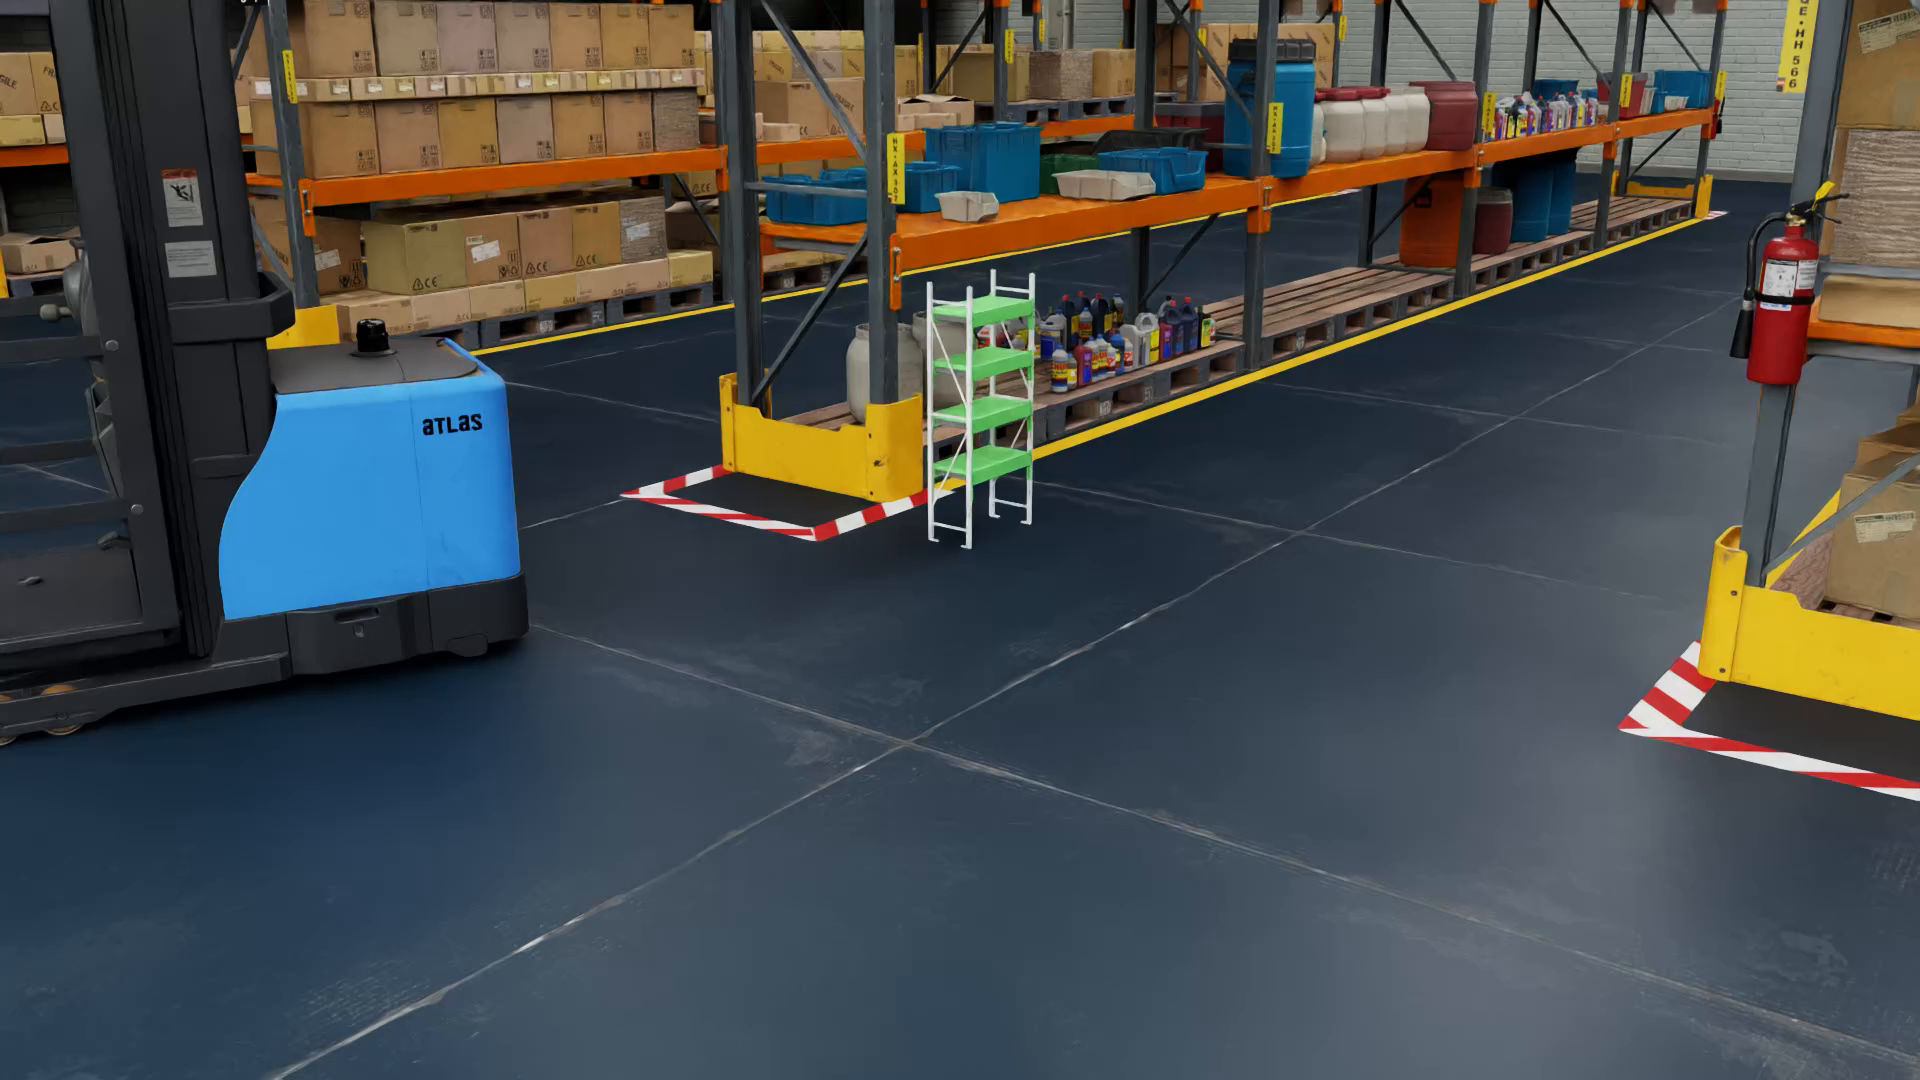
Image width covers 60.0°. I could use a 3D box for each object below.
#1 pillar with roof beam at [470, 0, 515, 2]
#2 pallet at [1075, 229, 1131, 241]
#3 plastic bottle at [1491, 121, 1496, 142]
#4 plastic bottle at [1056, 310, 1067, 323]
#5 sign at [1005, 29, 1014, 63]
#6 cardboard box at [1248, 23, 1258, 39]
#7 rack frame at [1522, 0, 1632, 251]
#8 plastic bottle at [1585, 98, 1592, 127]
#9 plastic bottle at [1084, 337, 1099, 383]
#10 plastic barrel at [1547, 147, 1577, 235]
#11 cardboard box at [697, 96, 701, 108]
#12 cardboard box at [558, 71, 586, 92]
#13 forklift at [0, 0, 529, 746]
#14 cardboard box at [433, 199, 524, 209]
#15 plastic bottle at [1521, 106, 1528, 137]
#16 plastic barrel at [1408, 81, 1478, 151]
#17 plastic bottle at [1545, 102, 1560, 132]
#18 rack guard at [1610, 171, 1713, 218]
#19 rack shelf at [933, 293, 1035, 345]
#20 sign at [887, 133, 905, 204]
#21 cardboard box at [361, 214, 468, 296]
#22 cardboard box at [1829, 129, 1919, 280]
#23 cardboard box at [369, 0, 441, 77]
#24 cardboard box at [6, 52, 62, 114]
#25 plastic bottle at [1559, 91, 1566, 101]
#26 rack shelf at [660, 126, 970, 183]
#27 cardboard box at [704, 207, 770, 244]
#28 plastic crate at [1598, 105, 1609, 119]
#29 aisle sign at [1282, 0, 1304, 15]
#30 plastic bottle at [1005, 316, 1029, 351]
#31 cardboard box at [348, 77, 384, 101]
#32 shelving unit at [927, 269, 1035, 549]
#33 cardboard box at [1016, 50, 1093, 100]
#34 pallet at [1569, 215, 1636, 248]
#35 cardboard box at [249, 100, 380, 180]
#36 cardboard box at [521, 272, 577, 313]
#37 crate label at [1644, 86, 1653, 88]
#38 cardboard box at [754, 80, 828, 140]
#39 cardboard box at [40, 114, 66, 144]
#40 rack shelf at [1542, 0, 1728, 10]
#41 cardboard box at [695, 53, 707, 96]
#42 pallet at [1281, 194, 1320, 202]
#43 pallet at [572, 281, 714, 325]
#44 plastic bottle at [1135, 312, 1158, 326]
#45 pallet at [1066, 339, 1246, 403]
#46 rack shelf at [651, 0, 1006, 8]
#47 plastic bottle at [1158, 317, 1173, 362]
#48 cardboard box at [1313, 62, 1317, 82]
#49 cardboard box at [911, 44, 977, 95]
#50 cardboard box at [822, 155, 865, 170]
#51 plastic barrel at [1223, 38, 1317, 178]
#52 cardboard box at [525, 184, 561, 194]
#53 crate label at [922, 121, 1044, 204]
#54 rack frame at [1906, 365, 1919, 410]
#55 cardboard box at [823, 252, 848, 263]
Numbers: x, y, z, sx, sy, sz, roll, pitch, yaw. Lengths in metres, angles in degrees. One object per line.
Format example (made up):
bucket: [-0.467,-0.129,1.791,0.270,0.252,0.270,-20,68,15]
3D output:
pillar with roof beam: [-1.944,-7.333,16.186,9.100,9.000,0.400,12,21,35]
pallet: [1.251,-3.640,19.110,1.003,0.211,1.213,12,21,35]
plastic bottle: [4.690,-3.632,14.718,0.097,0.201,0.097,0,17,0]
plastic bottle: [0.656,-1.384,11.002,0.097,0.271,0.097,0,17,0]
sign: [0.496,-4.967,16.729,0.100,0.325,0.005,12,21,35]
cardboard box: [3.552,-6.297,21.110,0.500,0.500,0.500,12,21,33]
rack frame: [6.407,-4.588,17.460,1.000,3.000,0.127,12,21,35]
plastic bottle: [6.331,-4.318,16.788,0.061,0.283,0.133,12,21,35]
plastic bottle: [0.792,-1.095,10.072,0.097,0.271,0.097,0,17,0]
plastic barrel: [6.069,-3.660,17.302,0.600,0.901,0.708,12,21,35]
cardboard box: [-3.393,-5.372,20.373,0.380,0.149,0.250,13,21,35]
cardboard box: [-3.083,-3.512,12.731,0.380,0.149,0.250,13,22,36]
forklift: [-3.198,-0.892,5.674,3.031,2.935,1.130,-9,19,-27]
cardboard box: [-3.755,-2.392,13.051,0.500,0.500,0.500,12,21,35]
plastic bottle: [5.183,-3.863,15.342,0.097,0.271,0.097,0,17,0]
plastic barrel: [3.991,-3.536,13.844,0.600,0.536,0.708,12,21,35]
plastic bottle: [5.696,-4.083,16.044,0.152,0.276,0.135,12,21,35]
rack guard: [8.795,-4.355,20.925,1.175,0.500,0.348,12,21,35]
rack shelf: [0.099,-1.010,7.569,0.258,0.148,0.480,12,21,35]
sign: [-0.303,-1.764,7.899,0.100,0.325,0.005,12,21,35]
cardboard box: [-3.924,-2.059,11.982,0.500,0.500,0.500,12,21,35]
cardboard box: [3.585,-1.171,5.785,0.875,0.500,0.500,12,21,35]
cardboard box: [-4.090,-3.521,11.669,0.700,0.500,0.500,12,21,33]
cardboard box: [-7.871,-3.953,14.371,0.500,0.500,0.500,12,21,35]
plastic bottle: [6.007,-4.313,16.658,0.144,0.351,0.185,12,21,35]
rack shelf: [-1.144,-3.692,15.787,1.077,0.370,4.000,12,21,35]
cardboard box: [-1.889,-2.768,14.583,0.500,0.311,0.500,13,21,35]
plastic crate: [6.799,-4.576,17.766,0.396,0.136,0.243,12,21,35]
aisle sign: [4.620,-7.727,23.184,0.394,0.787,0.004,12,21,35]
plastic bottle: [0.350,-1.318,10.656,0.144,0.351,0.185,13,22,37]
cardboard box: [-4.157,-3.082,11.349,0.380,0.149,0.250,12,21,33]
shelving unit: [0.099,-0.612,7.693,0.258,1.200,0.503,12,21,35]
cardboard box: [1.031,-5.114,18.277,0.500,0.500,0.700,-15,23,-40]
pallet: [6.814,-3.438,18.460,1.003,0.211,1.213,12,21,35]
cardboard box: [-4.430,-2.763,11.414,0.700,0.500,0.500,12,21,35]
cardboard box: [-3.325,-1.939,12.858,0.500,0.250,0.500,12,21,35]
crate label: [8.379,-5.489,20.542,0.416,0.233,0.303,12,21,35]
cardboard box: [-1.551,-3.912,15.115,0.500,0.500,0.500,14,22,39]
cardboard box: [-7.855,-3.605,14.513,0.500,0.250,0.500,12,21,33]
rack shelf: [7.599,-6.153,18.656,1.077,0.370,4.000,12,21,35]
cardboard box: [-3.437,-5.656,20.195,0.500,0.500,0.500,13,22,36]
pallet: [4.295,-4.877,23.093,1.003,0.211,1.213,12,21,35]
pallet: [-2.843,-2.045,13.973,1.003,0.211,1.213,12,21,35]
plastic bottle: [1.240,-1.362,10.923,0.152,0.276,0.135,12,21,35]
pallet: [1.207,-1.198,11.247,1.003,0.211,1.213,12,21,35]
rack shelf: [-1.144,-5.124,15.342,1.077,0.370,4.000,12,21,35]
plastic bottle: [1.310,-1.299,10.708,0.061,0.283,0.133,14,22,38]
cardboard box: [4.460,-6.186,22.437,0.500,0.500,0.500,13,21,35]
cardboard box: [-0.348,-6.956,24.580,0.980,0.700,0.700,11,20,32]
cardboard box: [-1.832,-5.335,22.782,0.750,0.750,0.750,13,21,35]
plastic barrel: [2.114,-2.960,11.374,0.600,0.901,0.708,12,21,35]
cardboard box: [-4.993,-3.996,19.027,0.700,0.500,0.500,12,21,34]
crate label: [0.137,-2.233,9.817,0.502,0.435,0.616,12,21,35]
rack frame: [5.618,-1.807,8.506,1.000,3.000,0.127,12,21,35]
cardboard box: [-1.284,-2.744,15.450,0.500,0.250,0.500,12,21,33]
